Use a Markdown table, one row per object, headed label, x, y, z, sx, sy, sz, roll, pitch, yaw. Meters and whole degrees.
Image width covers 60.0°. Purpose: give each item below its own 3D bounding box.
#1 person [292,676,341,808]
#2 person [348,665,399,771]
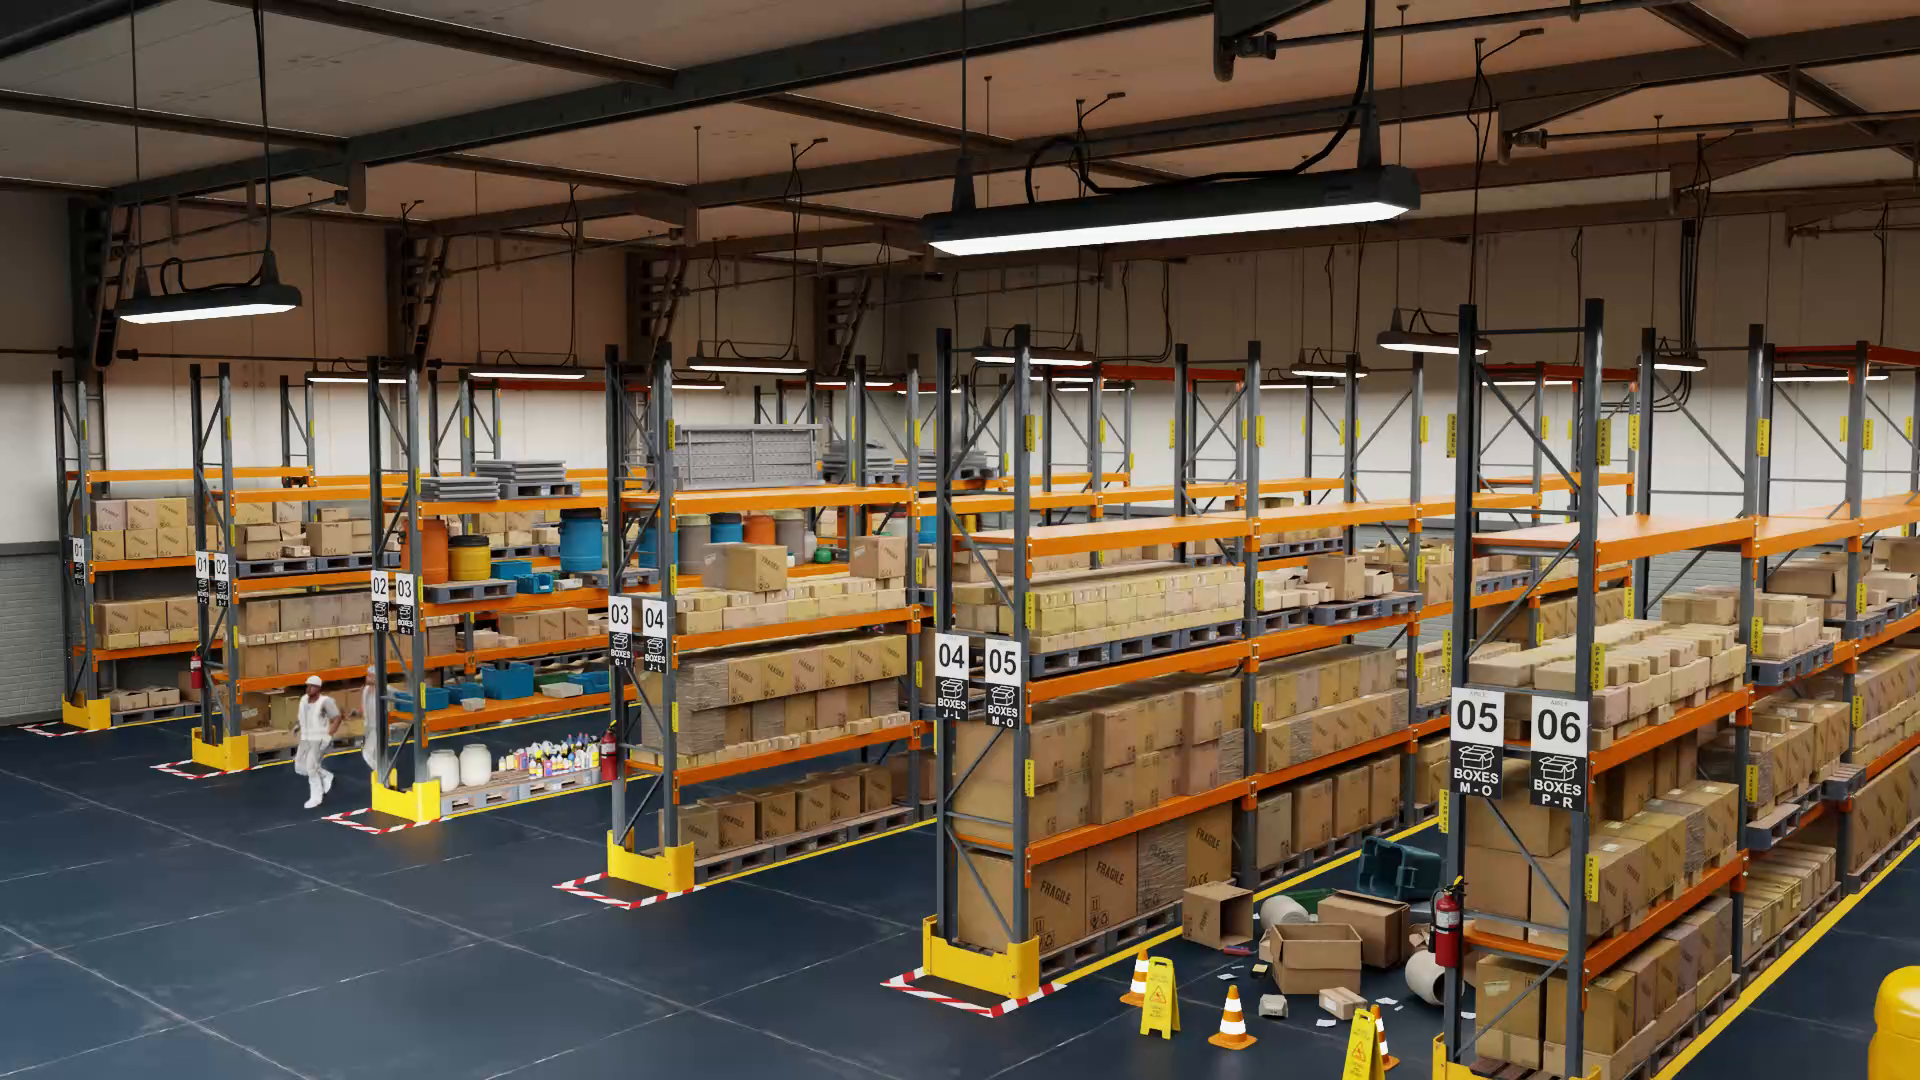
| label | x | y | z | sx | sy | sz | roll | pitch | yaw |
| --- | --- | --- | --- | --- | --- | --- | --- | --- | --- |
| person | -8.653 | 2.689 | 22.376 | 0.717 | 1.747 | 0.557 | 2 | 5 | 28 |
| person | -8.071 | 2.620 | 22.962 | 0.694 | 1.795 | 0.696 | 3 | 5 | 36 |
